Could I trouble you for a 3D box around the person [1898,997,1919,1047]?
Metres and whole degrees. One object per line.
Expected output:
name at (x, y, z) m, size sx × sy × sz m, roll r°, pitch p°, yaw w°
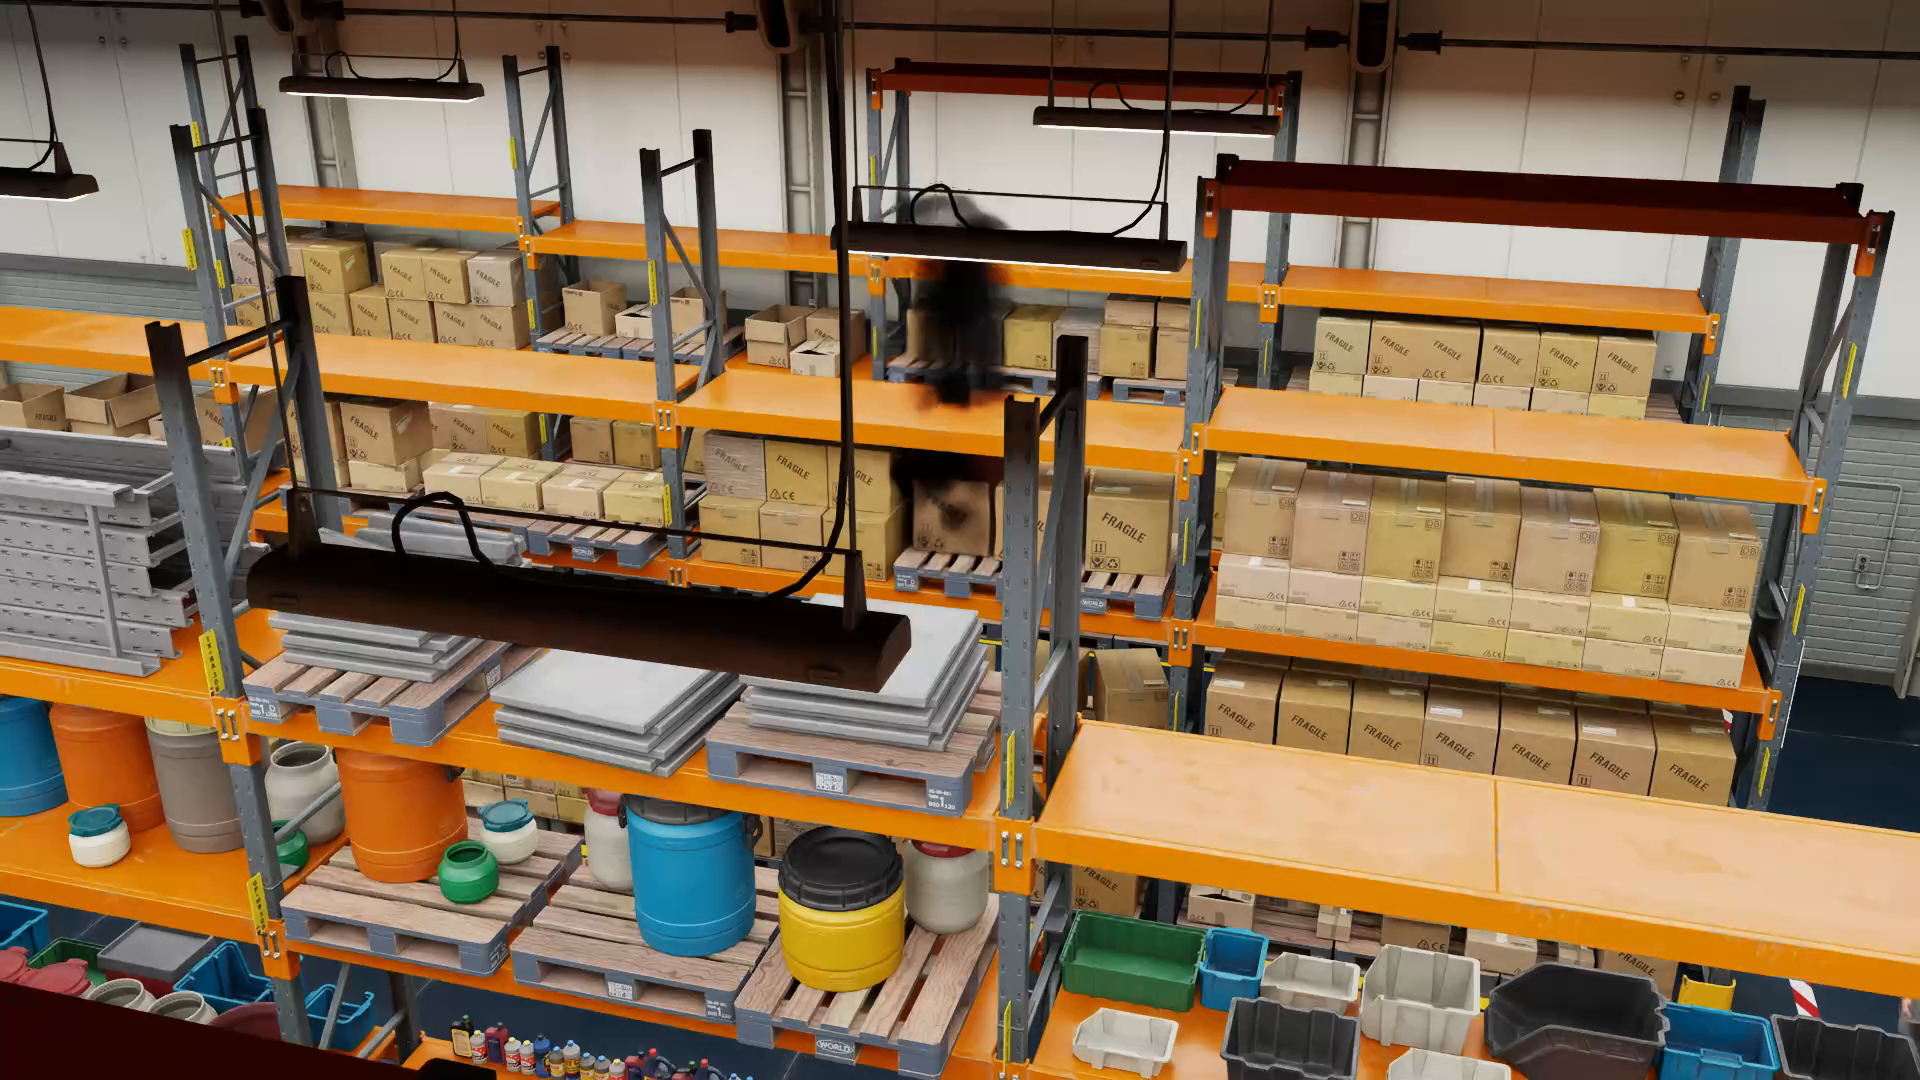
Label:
person at (6.397, 3.191, 11.029) m, size 0.735 × 1.623 × 0.543 m, roll -15°, pitch 27°, yaw -32°
